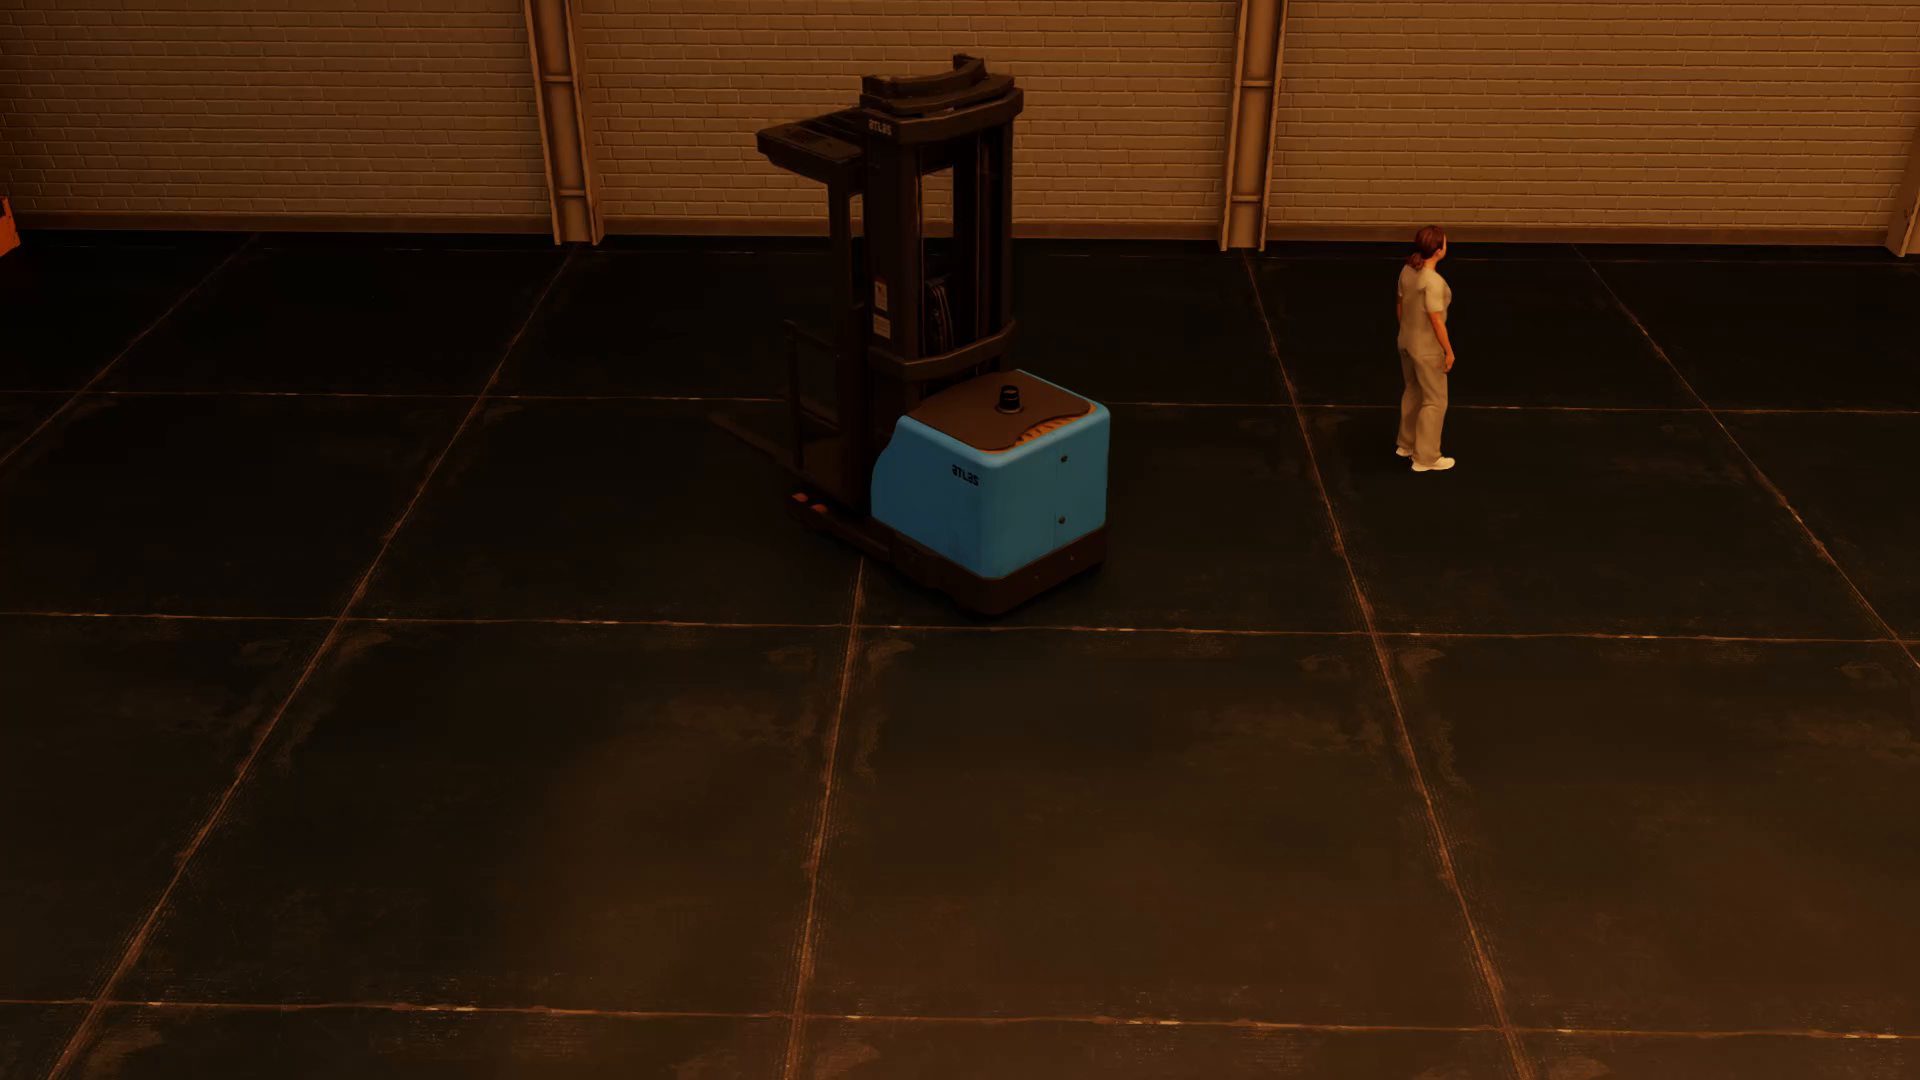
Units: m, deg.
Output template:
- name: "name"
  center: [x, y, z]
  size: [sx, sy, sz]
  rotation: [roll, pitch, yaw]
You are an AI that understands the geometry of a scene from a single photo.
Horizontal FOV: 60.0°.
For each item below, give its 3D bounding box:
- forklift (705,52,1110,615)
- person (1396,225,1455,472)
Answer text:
- name: "forklift"
  center: [-0.483, -1.485, 10.134]
  size: [1.130, 2.935, 3.031]
  rotation: [-26, 39, -36]
- name: "person"
  center: [3.096, -1.273, 11.026]
  size: [0.473, 1.688, 0.523]
  rotation: [-9, 32, -15]
